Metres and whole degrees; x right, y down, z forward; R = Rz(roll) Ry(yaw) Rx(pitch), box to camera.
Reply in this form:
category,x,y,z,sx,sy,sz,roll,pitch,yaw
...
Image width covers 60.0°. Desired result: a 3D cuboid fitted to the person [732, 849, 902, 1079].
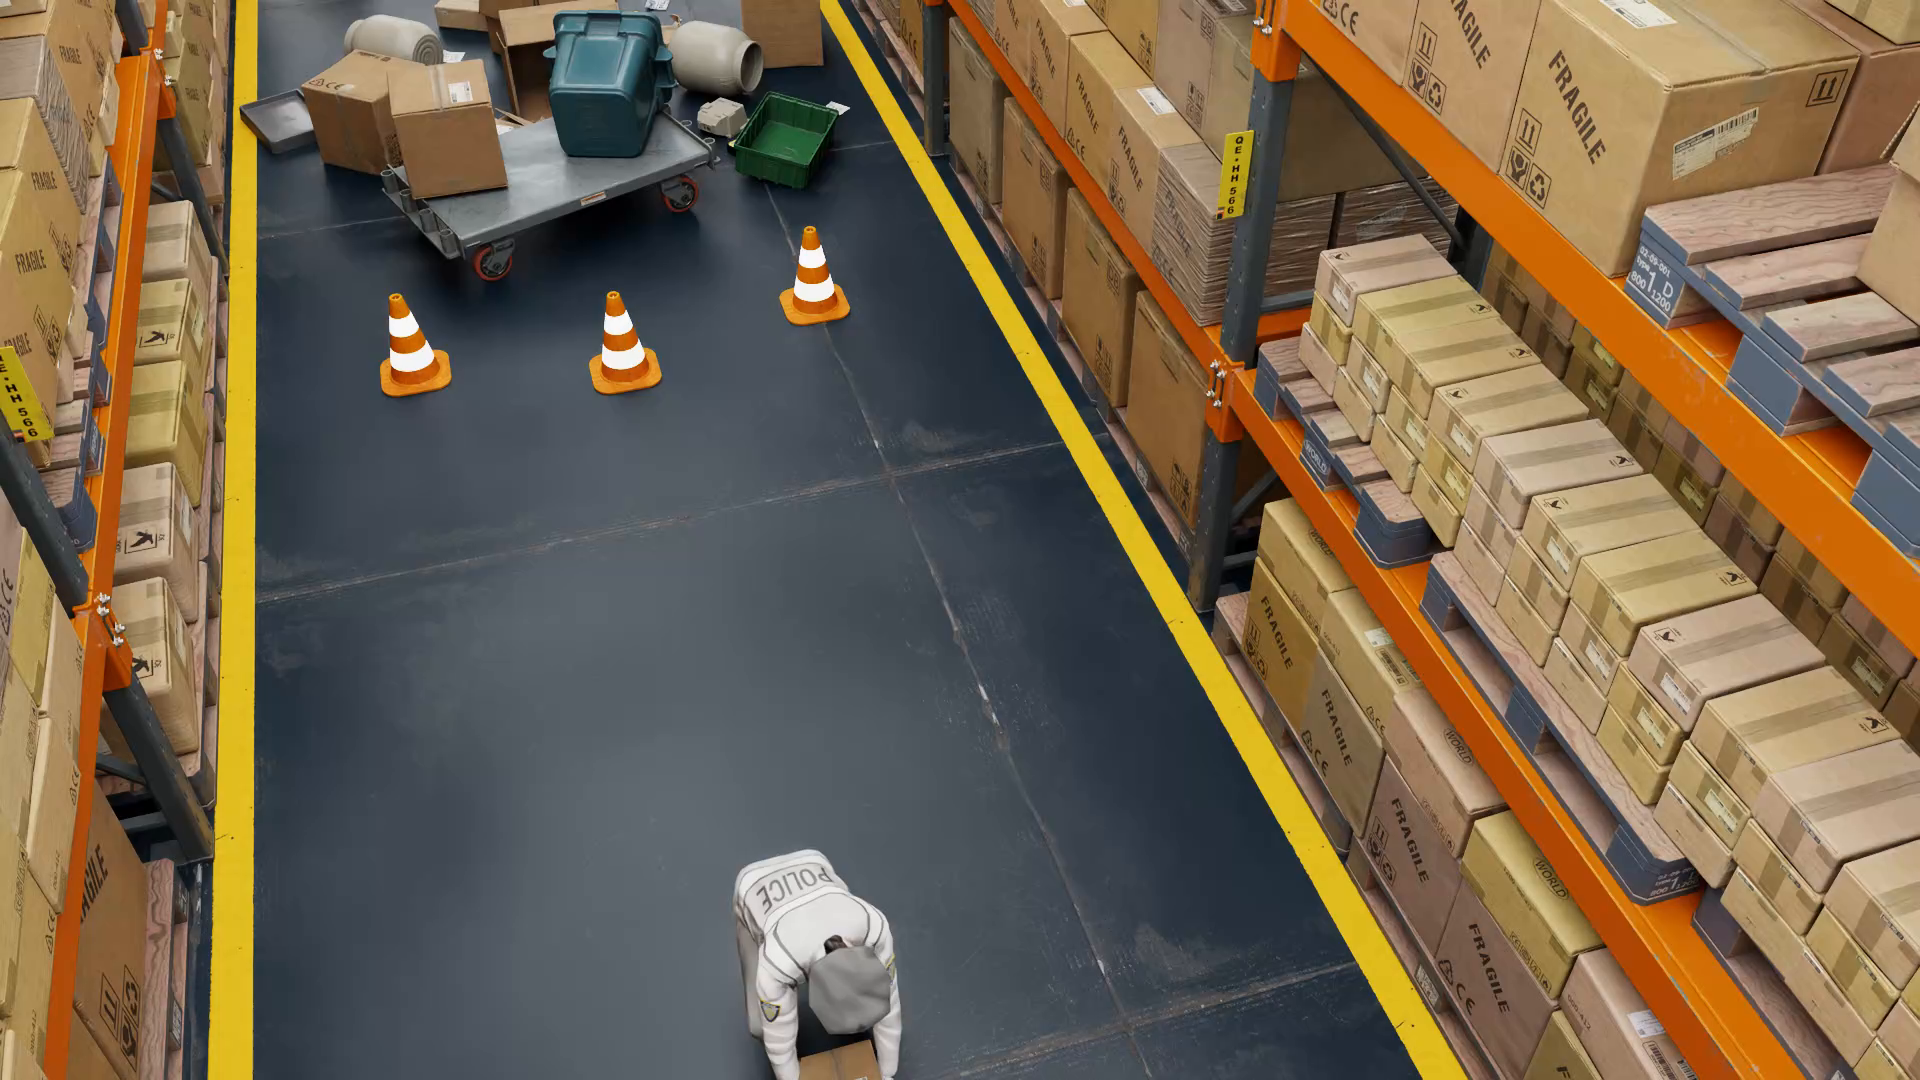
category,x,y,z,sx,sy,sz,roll,pitch,yaw
person,-0.463,1.355,5.288,0.482,0.856,0.859,-12,44,-13
